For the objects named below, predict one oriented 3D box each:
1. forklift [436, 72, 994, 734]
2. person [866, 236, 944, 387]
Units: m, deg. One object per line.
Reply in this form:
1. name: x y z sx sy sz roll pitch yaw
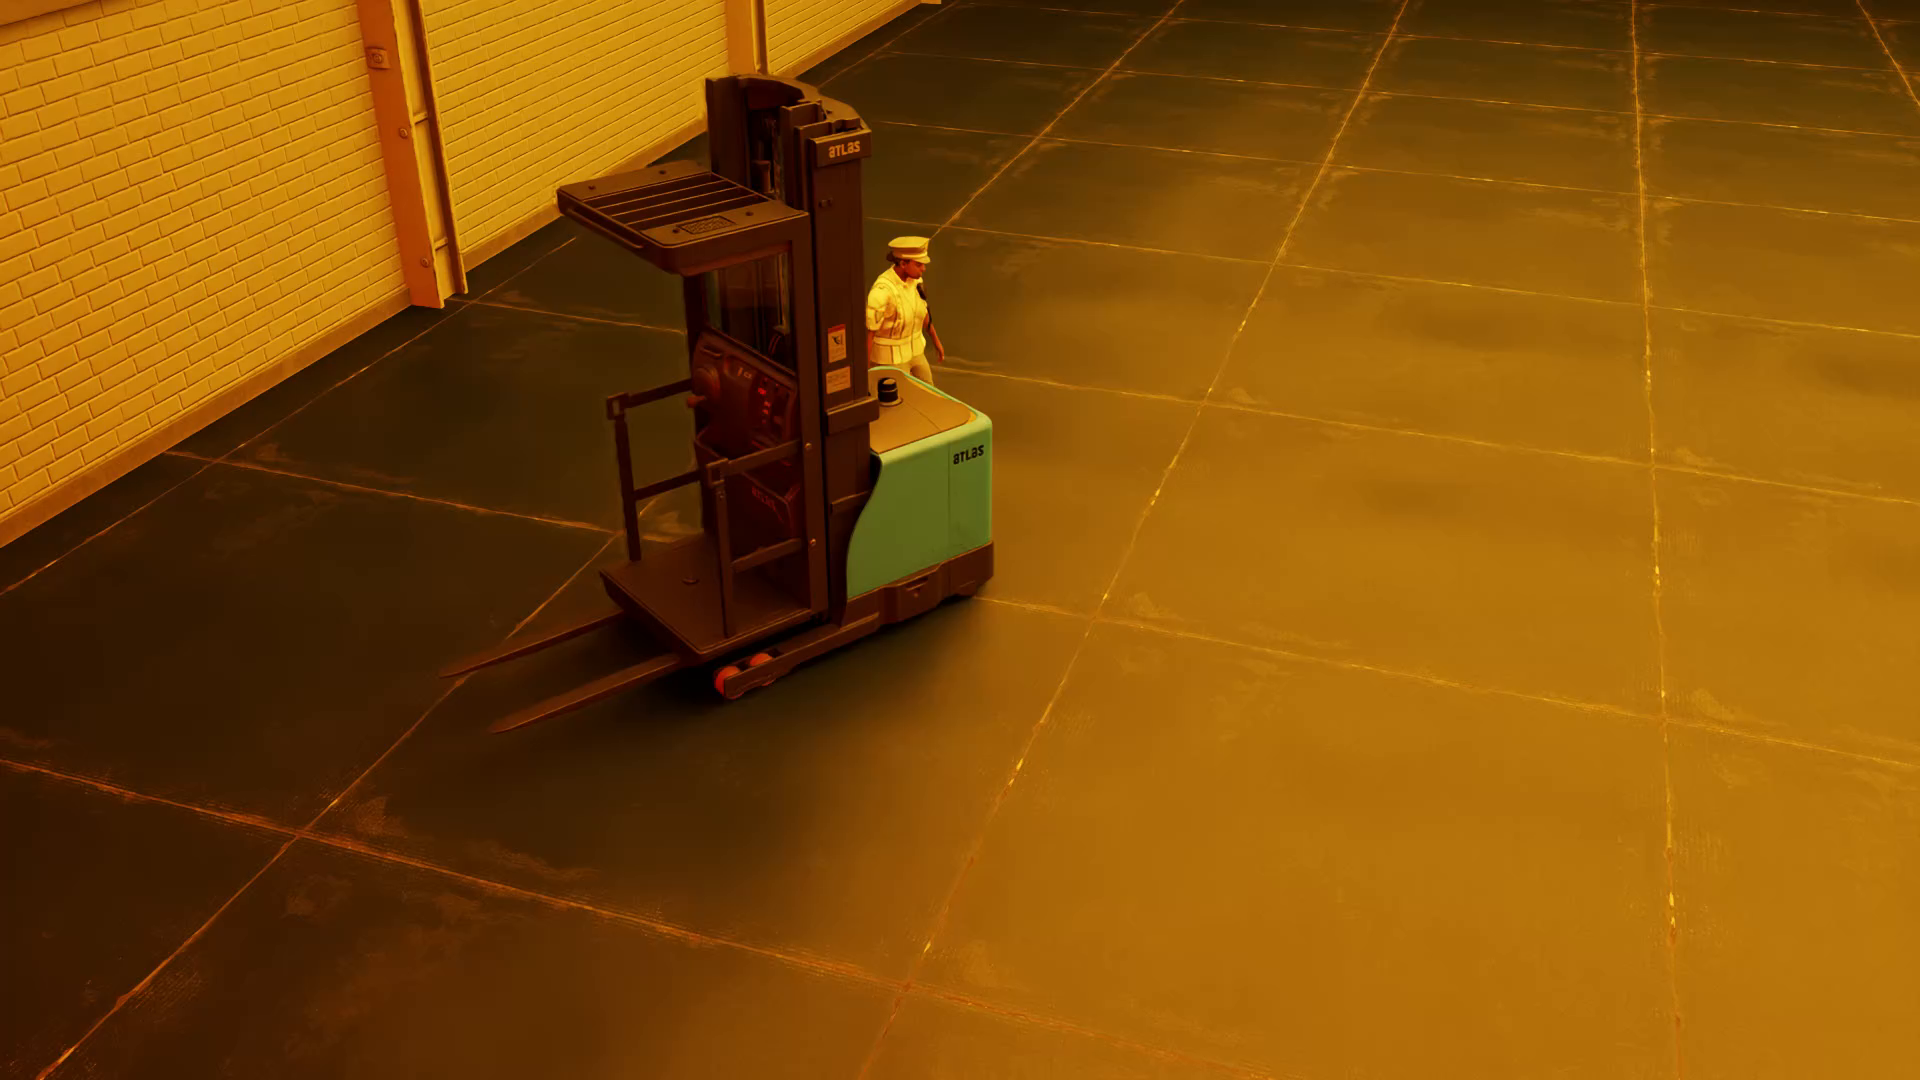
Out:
1. forklift: -1.276 -0.742 8.439 3.031 2.935 1.130 -22 36 -33
2. person: -0.351 -1.136 10.446 0.391 1.632 0.727 19 35 29
